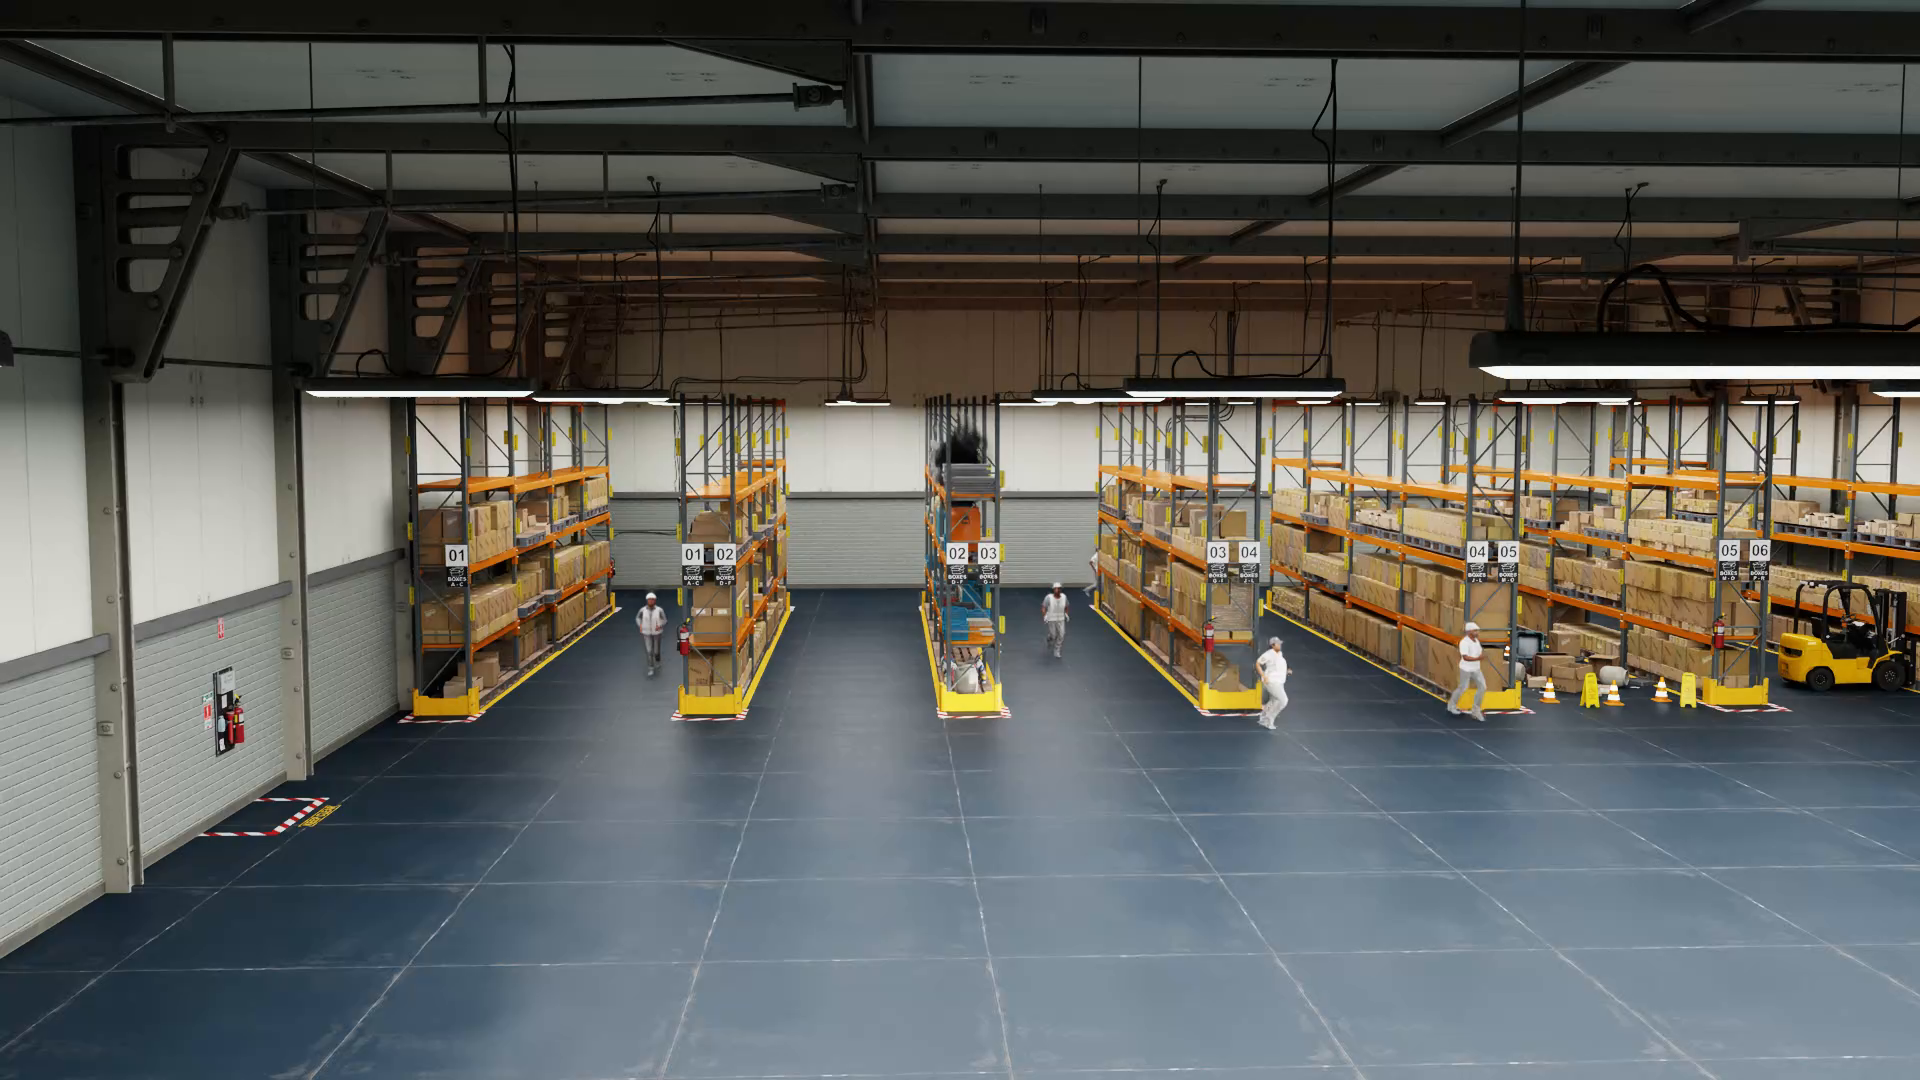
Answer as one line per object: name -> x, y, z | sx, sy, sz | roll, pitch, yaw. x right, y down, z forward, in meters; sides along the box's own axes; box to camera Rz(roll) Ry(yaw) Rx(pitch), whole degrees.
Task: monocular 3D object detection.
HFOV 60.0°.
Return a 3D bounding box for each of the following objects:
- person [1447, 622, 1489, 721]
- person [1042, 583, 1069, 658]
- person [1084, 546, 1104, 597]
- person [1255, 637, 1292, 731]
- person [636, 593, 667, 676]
person -> 9.400, 2.421, 30.662 | 0.670, 1.824, 0.849 | -4, 6, -40
person -> 2.206, 1.834, 38.361 | 0.668, 1.728, 0.639 | -1, 5, -14
person -> 4.088, 0.960, 49.512 | 0.865, 1.675, 0.574 | 2, 5, 20
person -> 5.627, 2.554, 29.667 | 0.640, 1.655, 0.583 | 3, 6, 36
person -> -6.660, 2.017, 35.879 | 0.670, 1.761, 0.751 | -1, 5, -7
